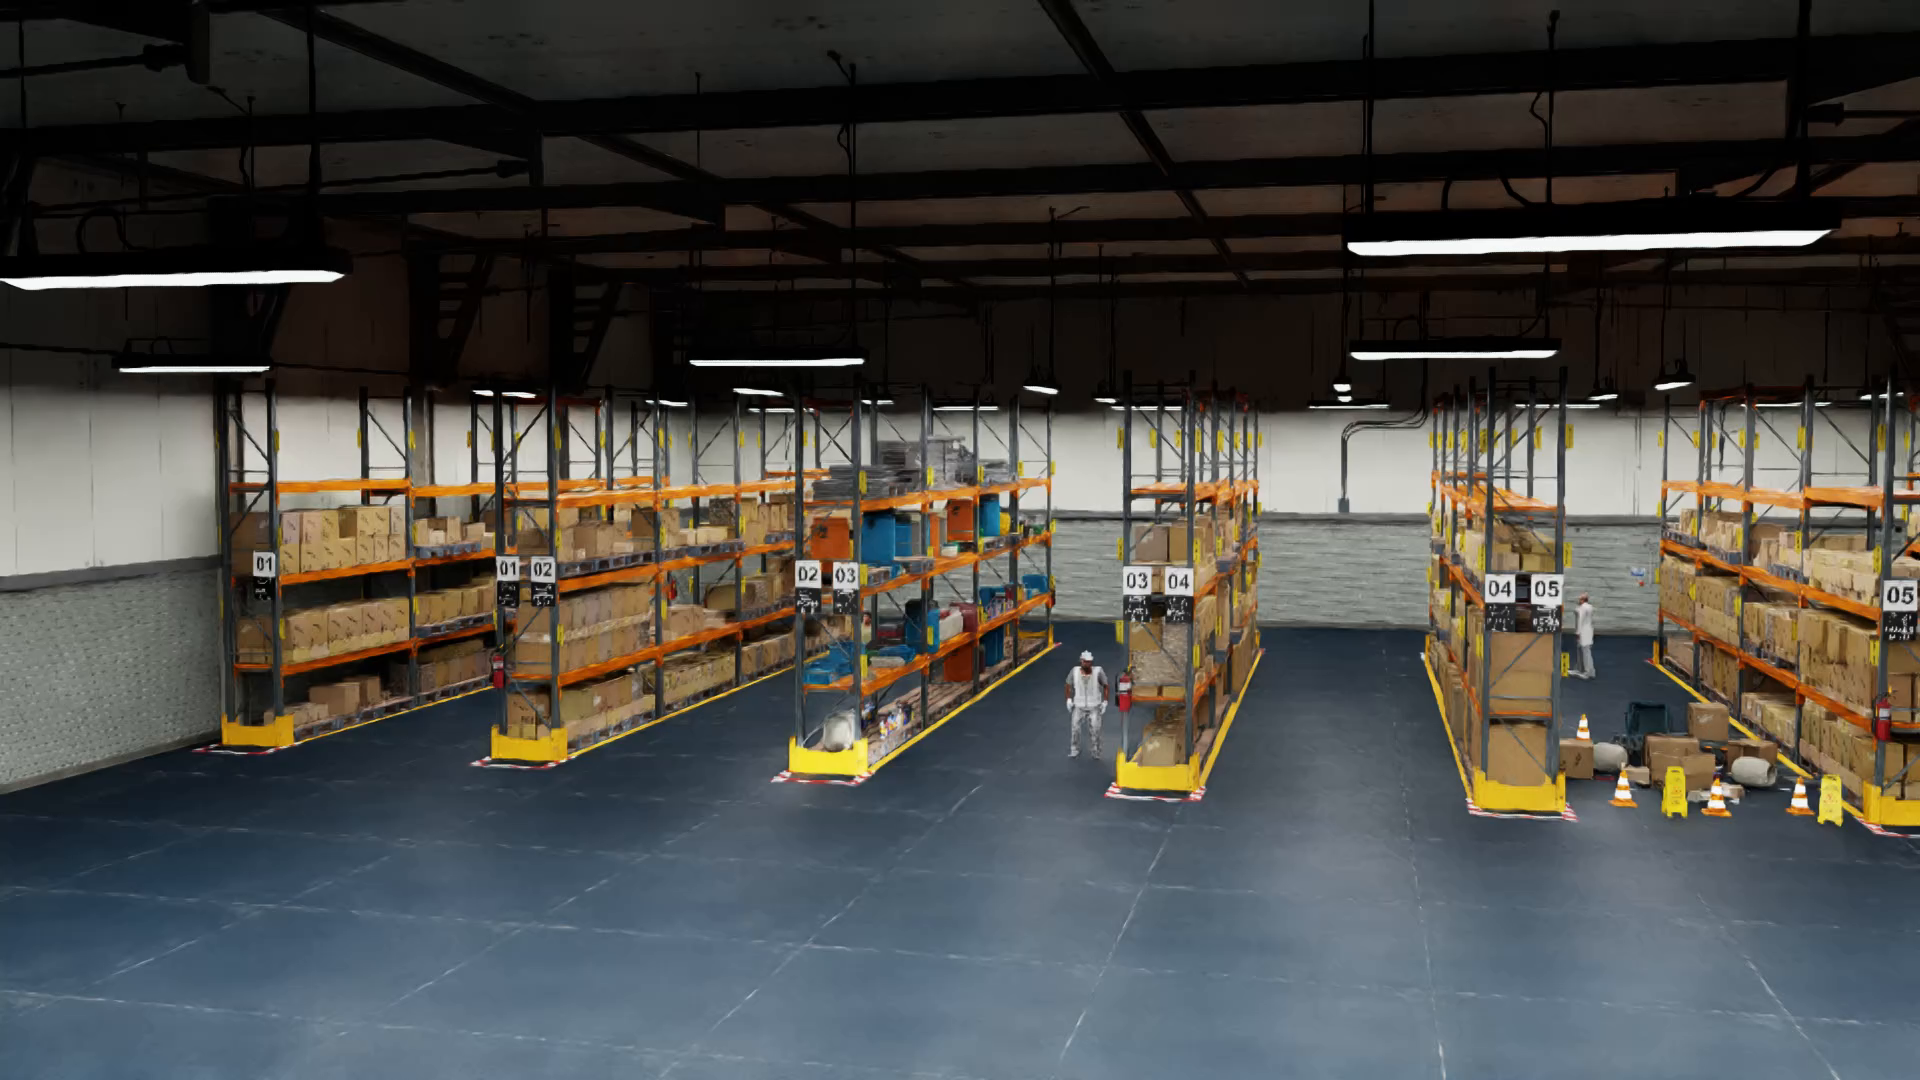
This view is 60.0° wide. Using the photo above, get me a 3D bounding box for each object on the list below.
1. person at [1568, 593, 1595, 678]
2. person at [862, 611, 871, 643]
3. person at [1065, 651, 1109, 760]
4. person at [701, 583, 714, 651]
[{"bbox_3d":[13.125,2.082,35.116,0.641,1.588,0.691,2,4,33],"label":"person"},{"bbox_3d":[-1.855,2.197,33.227,0.448,1.590,1.110,1,4,16],"label":"person"},{"bbox_3d":[1.975,2.584,25.983,0.702,1.735,0.549,1,4,12],"label":"person"},{"bbox_3d":[-5.772,1.871,38.916,0.541,1.546,1.106,1,3,12],"label":"person"}]
